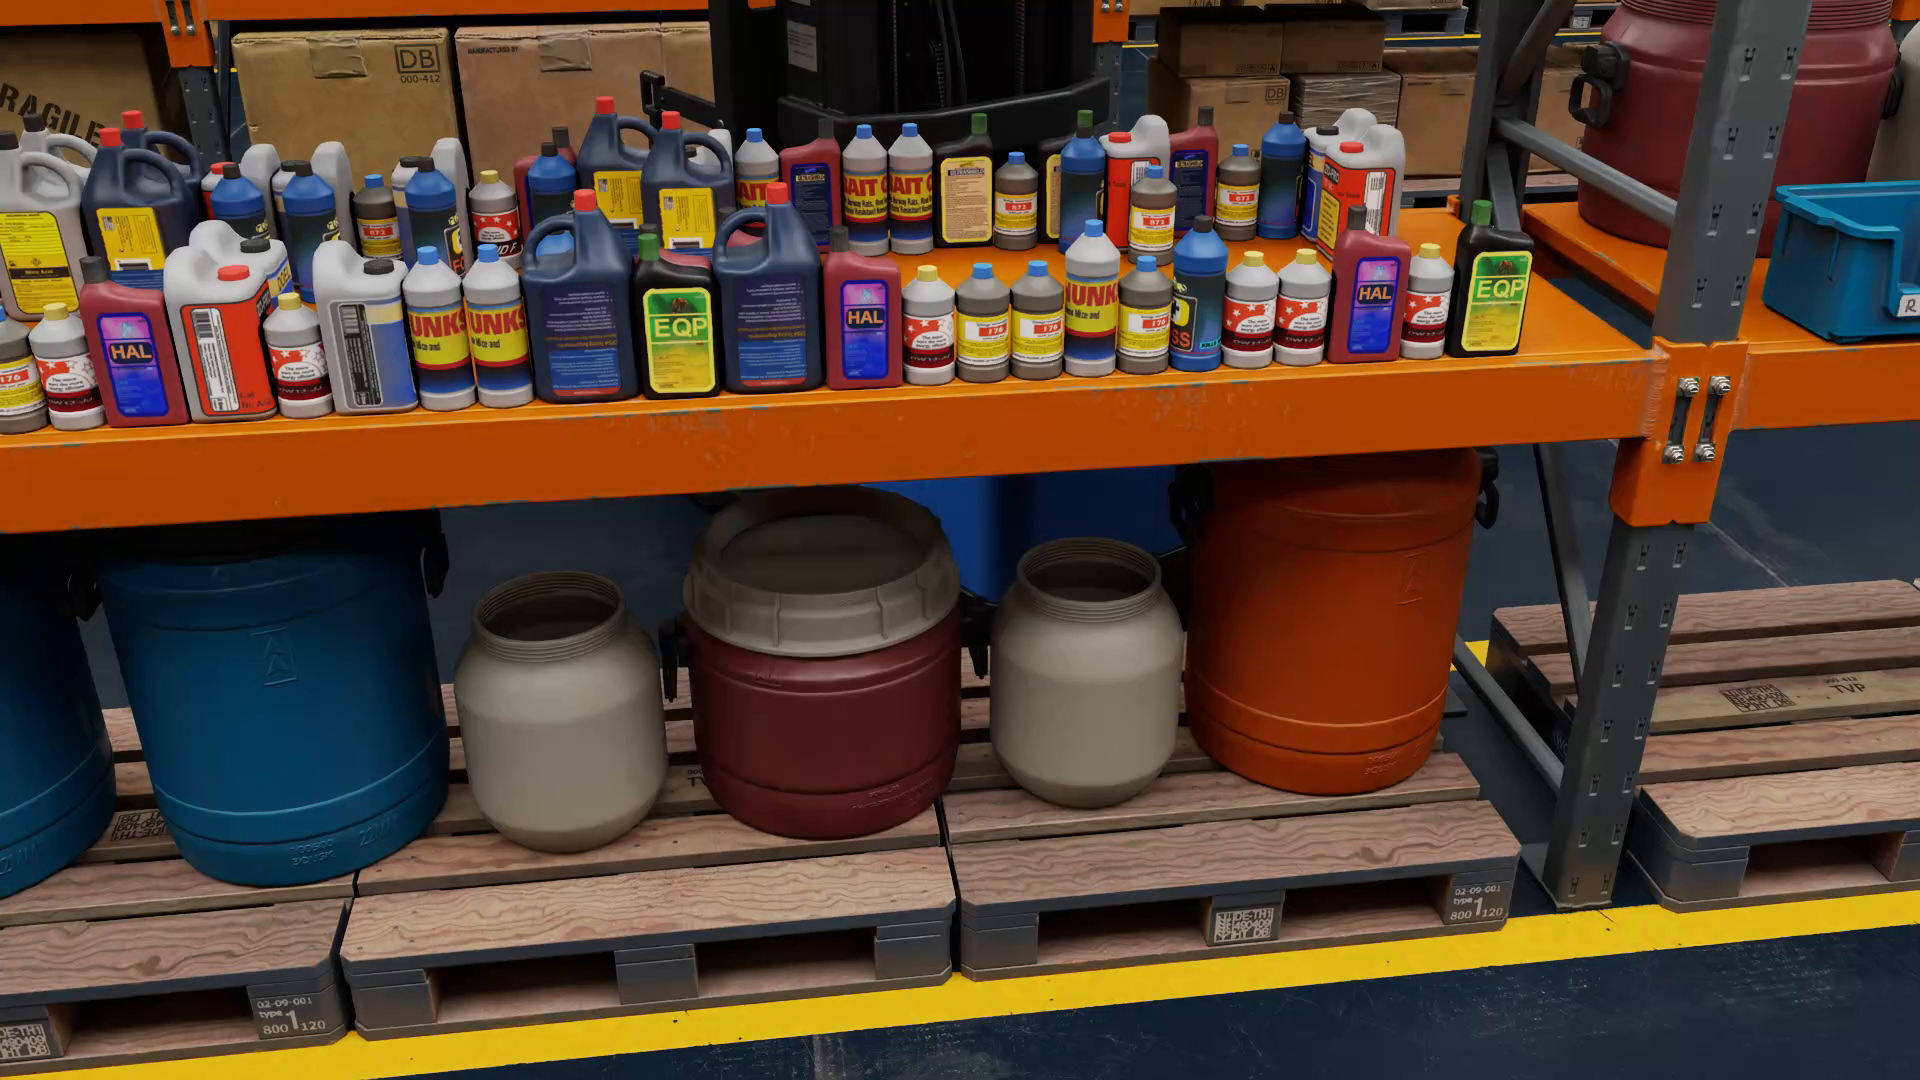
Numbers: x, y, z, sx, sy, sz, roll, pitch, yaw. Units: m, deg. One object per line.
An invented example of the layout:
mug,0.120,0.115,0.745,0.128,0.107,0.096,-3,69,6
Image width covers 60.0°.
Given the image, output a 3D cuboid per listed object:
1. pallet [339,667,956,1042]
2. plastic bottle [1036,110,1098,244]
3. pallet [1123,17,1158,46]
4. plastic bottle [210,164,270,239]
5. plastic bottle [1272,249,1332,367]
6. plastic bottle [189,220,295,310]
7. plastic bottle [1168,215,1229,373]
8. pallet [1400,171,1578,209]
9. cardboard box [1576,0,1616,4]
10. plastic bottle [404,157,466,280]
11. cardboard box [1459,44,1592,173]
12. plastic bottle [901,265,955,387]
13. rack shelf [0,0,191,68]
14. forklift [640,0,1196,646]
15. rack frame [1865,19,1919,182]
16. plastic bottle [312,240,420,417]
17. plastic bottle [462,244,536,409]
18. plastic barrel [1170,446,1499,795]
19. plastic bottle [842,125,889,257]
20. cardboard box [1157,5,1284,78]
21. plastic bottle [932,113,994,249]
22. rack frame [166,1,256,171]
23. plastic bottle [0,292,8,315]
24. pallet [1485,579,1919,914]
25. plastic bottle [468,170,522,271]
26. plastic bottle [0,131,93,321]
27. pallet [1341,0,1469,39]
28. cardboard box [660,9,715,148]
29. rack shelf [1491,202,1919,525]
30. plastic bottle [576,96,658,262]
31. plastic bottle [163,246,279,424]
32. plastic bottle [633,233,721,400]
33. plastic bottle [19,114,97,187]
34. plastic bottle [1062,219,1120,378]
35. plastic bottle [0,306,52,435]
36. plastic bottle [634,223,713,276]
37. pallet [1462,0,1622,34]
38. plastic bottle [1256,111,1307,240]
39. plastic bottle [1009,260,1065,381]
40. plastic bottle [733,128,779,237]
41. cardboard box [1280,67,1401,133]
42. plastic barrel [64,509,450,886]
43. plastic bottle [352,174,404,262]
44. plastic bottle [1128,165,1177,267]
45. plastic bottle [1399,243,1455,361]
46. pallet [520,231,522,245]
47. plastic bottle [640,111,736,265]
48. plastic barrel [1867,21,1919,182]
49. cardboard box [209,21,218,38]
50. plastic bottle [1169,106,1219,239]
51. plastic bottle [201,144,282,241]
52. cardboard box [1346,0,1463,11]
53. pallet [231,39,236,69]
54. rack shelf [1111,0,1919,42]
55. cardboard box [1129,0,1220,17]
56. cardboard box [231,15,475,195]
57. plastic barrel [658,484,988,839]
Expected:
pallet,-0.676,0.640,3.771,1.213,0.211,1.003,-4,27,-7
plastic bottle,0.234,-0.795,3.641,0.133,0.283,0.061,-4,27,-7
pallet,0.815,-4.009,12.831,1.213,0.211,1.003,-4,27,-7
plastic bottle,-1.414,-0.605,3.284,0.097,0.271,0.097,0,27,0
plastic bottle,0.618,-0.425,3.009,0.097,0.201,0.097,0,27,0
plastic bottle,-1.249,-0.421,2.920,0.135,0.276,0.152,-4,27,-7
plastic bottle,0.425,-0.443,2.969,0.097,0.271,0.097,0,27,0
pallet,2.594,-1.869,8.661,1.213,0.211,1.003,-4,27,-7
cardboard box,4.617,-4.737,13.064,0.875,0.875,0.875,-3,27,-6
plastic bottle,-1.051,-0.628,3.330,0.097,0.271,0.097,0,27,0
cardboard box,2.936,-2.236,8.577,0.500,0.500,0.700,-6,28,-12
plastic bottle,-0.057,-0.381,2.925,0.097,0.201,0.097,0,27,0
rack shelf,-5.327,-2.283,7.201,4.000,0.370,1.077,-4,27,-7
forklift,-0.371,-1.534,5.029,1.130,2.935,3.031,-19,33,-32
rack frame,4.575,-3.239,8.277,0.127,3.000,1.000,-4,27,-7
plastic bottle,-0.998,-0.367,2.815,0.135,0.276,0.152,-4,27,-7
plastic bottle,-0.783,-0.366,2.818,0.097,0.271,0.097,0,27,0
plastic barrel,0.822,0.072,3.741,0.708,0.830,0.600,-4,27,-7
plastic bottle,-0.203,-0.753,3.573,0.097,0.271,0.097,0,27,0
cardboard box,1.274,-2.458,8.189,0.500,0.250,0.500,-3,27,-5
plastic bottle,0.005,-0.780,3.612,0.133,0.283,0.061,-4,27,-7
rack frame,-3.347,-2.730,7.285,0.127,3.000,1.000,-4,27,-7
plastic bottle,-1.914,-0.542,3.238,0.097,0.201,0.097,0,27,0
pallet,2.077,0.464,4.115,1.213,0.211,1.003,-4,27,-7
plastic bottle,-0.976,-0.672,3.492,0.097,0.201,0.097,0,27,0
plastic bottle,-1.772,-0.610,3.208,0.185,0.351,0.144,-4,27,-7
pallet,3.231,-4.164,13.134,1.213,0.211,1.003,-4,27,-7
cardboard box,-0.956,-2.138,7.999,0.875,0.875,1.225,-4,27,-7
rack shelf,3.285,-0.553,3.829,4.000,0.370,1.077,-4,27,-7
plastic bottle,-0.701,-0.745,3.471,0.185,0.351,0.144,-4,27,-7
plastic bottle,-1.228,-0.352,2.786,0.135,0.276,0.152,-4,27,-7
plastic bottle,-0.484,-0.382,2.836,0.133,0.283,0.061,-4,27,-7
plastic bottle,-1.792,-0.675,3.335,0.185,0.351,0.144,-4,27,-7
plastic bottle,0.232,-0.431,2.945,0.097,0.271,0.097,0,27,0
plastic bottle,-1.568,-0.284,2.736,0.097,0.201,0.097,0,27,0
plastic bottle,-0.492,-0.409,2.890,0.133,0.283,0.061,-4,27,-7
pallet,4.748,-4.260,13.321,1.213,0.211,1.003,-4,27,-7
plastic bottle,0.712,-0.812,3.687,0.097,0.271,0.097,0,27,0
plastic bottle,0.136,-0.394,2.949,0.097,0.201,0.097,0,27,0
plastic bottle,-0.431,-0.738,3.544,0.097,0.271,0.097,0,27,0
cardboard box,1.823,-2.161,8.432,0.500,0.500,0.700,-6,28,-11
plastic barrel,-1.414,0.184,3.444,0.708,0.901,0.600,-4,27,-7
plastic bottle,-1.206,-0.657,3.463,0.097,0.201,0.097,0,27,0
plastic bottle,0.409,-0.691,3.529,0.097,0.201,0.097,0,27,0
plastic bottle,0.847,-0.439,3.038,0.097,0.201,0.097,0,27,0
pallet,-2.593,-1.573,8.084,1.213,0.211,1.003,-4,27,-7
plastic bottle,-0.547,-0.685,3.354,0.185,0.351,0.144,-4,27,-7
plastic barrel,2.293,-0.957,3.707,0.421,0.512,0.421,0,27,0
cardboard box,-5.303,-3.652,11.745,0.250,0.149,0.380,-4,27,-7
plastic bottle,0.499,-0.812,3.674,0.133,0.283,0.061,-4,27,-7
plastic bottle,-1.450,-0.662,3.391,0.135,0.276,0.152,-4,27,-7
cardboard box,3.382,-4.593,12.920,0.750,0.750,1.050,-4,27,-7
pallet,-4.598,-3.679,12.189,1.213,0.211,1.003,-4,27,-7
rack shelf,2.595,-2.792,8.193,4.000,0.370,1.077,-4,27,-7
cardboard box,1.504,-4.474,12.688,0.750,0.750,1.050,-3,27,-6
cardboard box,-2.716,-2.021,7.771,0.875,0.875,1.225,-4,27,-7
plastic barrel,-0.296,0.251,3.656,0.708,0.588,0.600,-4,27,-7
